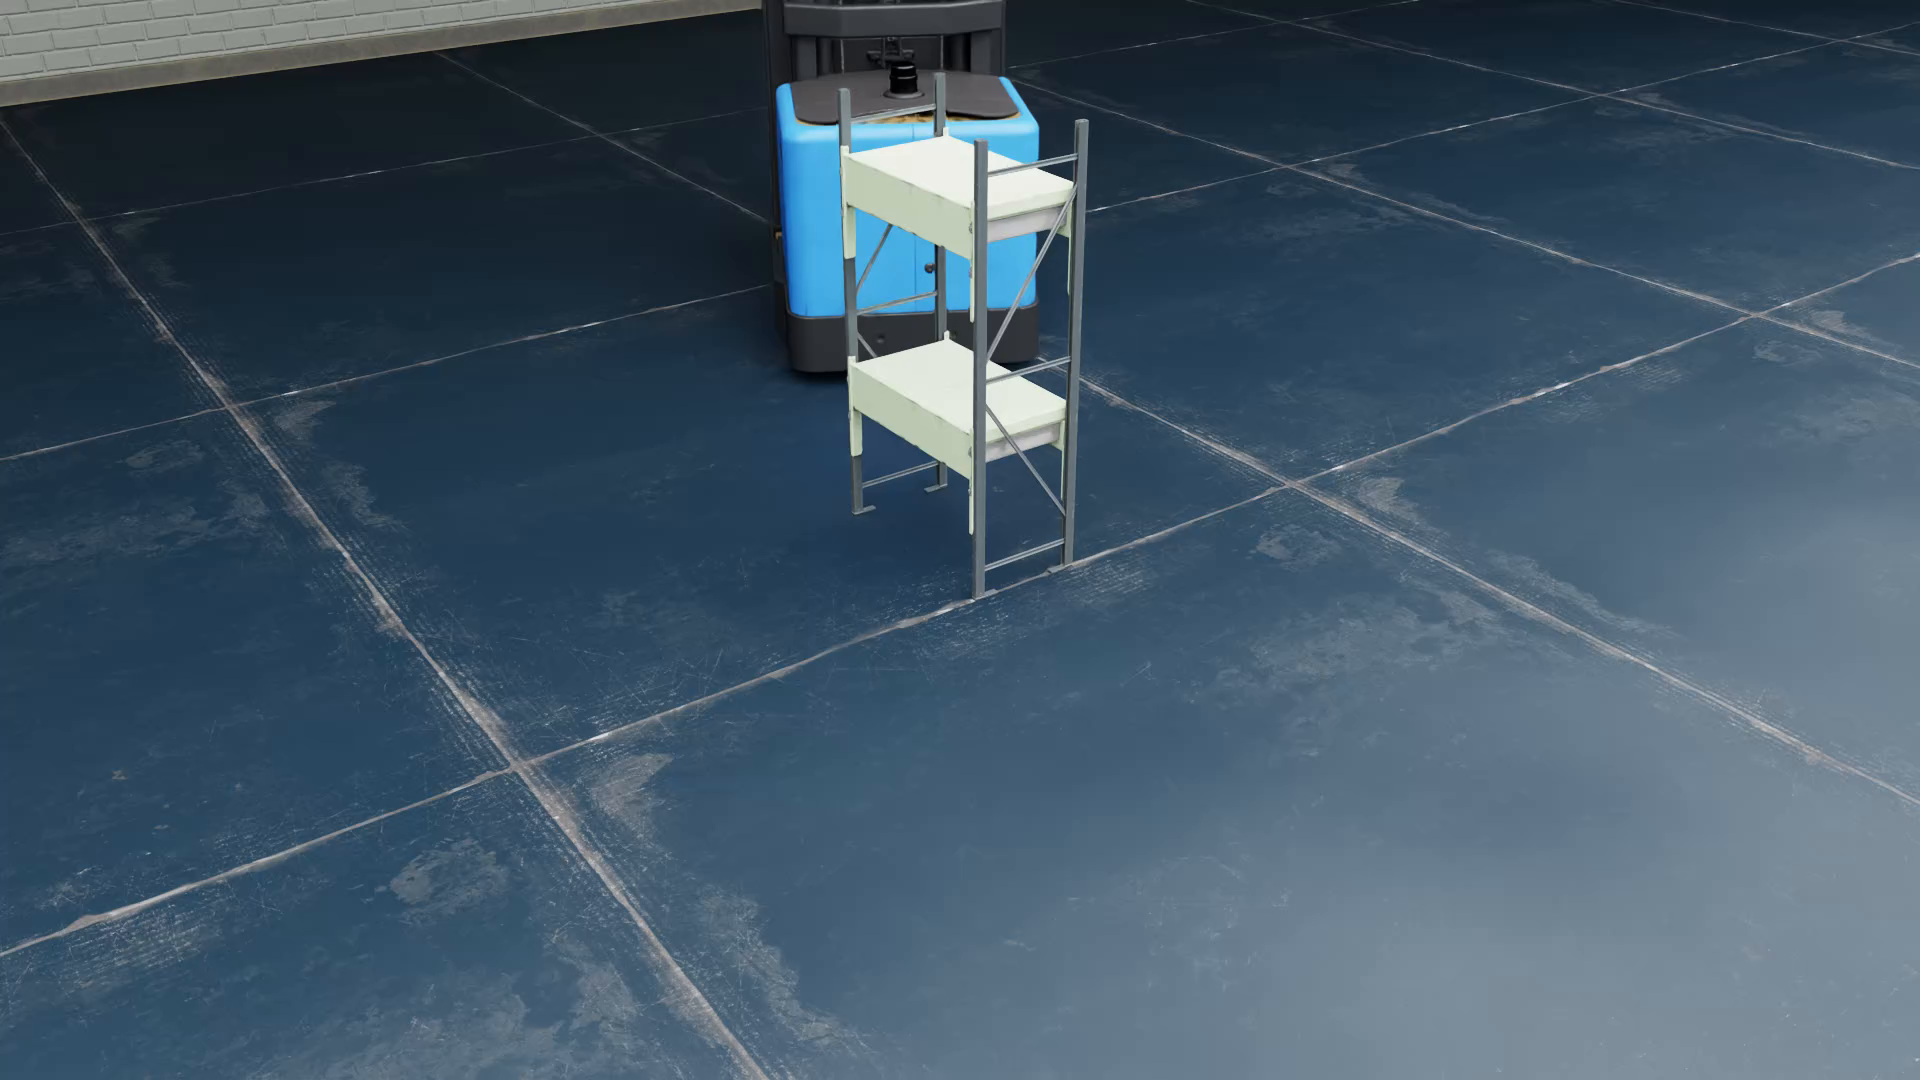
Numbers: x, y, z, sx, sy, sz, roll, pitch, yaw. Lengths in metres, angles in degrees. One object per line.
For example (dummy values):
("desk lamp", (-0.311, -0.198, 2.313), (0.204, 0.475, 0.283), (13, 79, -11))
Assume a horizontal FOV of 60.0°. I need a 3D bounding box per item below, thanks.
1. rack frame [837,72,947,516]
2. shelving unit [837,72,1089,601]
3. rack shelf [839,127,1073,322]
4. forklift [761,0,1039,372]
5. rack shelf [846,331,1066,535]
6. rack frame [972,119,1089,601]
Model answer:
("rack frame", (-0.216, -0.804, 5.659), (0.400, 1.500, 0.023), (-19, 34, -31))
("shelving unit", (-0.004, -0.662, 5.397), (0.431, 1.500, 0.755), (-19, 34, -31))
("rack shelf", (-0.004, -1.005, 5.211), (0.431, 0.370, 0.720), (-19, 34, -31))
("forklift", (-0.373, -2.659, 7.575), (1.130, 2.935, 3.031), (-4, 29, -6))
("rack shelf", (-0.004, -0.375, 5.552), (0.431, 0.370, 0.720), (-19, 34, -31))
("rack frame", (0.208, -0.519, 5.135), (0.400, 1.500, 0.023), (-19, 34, -31))
